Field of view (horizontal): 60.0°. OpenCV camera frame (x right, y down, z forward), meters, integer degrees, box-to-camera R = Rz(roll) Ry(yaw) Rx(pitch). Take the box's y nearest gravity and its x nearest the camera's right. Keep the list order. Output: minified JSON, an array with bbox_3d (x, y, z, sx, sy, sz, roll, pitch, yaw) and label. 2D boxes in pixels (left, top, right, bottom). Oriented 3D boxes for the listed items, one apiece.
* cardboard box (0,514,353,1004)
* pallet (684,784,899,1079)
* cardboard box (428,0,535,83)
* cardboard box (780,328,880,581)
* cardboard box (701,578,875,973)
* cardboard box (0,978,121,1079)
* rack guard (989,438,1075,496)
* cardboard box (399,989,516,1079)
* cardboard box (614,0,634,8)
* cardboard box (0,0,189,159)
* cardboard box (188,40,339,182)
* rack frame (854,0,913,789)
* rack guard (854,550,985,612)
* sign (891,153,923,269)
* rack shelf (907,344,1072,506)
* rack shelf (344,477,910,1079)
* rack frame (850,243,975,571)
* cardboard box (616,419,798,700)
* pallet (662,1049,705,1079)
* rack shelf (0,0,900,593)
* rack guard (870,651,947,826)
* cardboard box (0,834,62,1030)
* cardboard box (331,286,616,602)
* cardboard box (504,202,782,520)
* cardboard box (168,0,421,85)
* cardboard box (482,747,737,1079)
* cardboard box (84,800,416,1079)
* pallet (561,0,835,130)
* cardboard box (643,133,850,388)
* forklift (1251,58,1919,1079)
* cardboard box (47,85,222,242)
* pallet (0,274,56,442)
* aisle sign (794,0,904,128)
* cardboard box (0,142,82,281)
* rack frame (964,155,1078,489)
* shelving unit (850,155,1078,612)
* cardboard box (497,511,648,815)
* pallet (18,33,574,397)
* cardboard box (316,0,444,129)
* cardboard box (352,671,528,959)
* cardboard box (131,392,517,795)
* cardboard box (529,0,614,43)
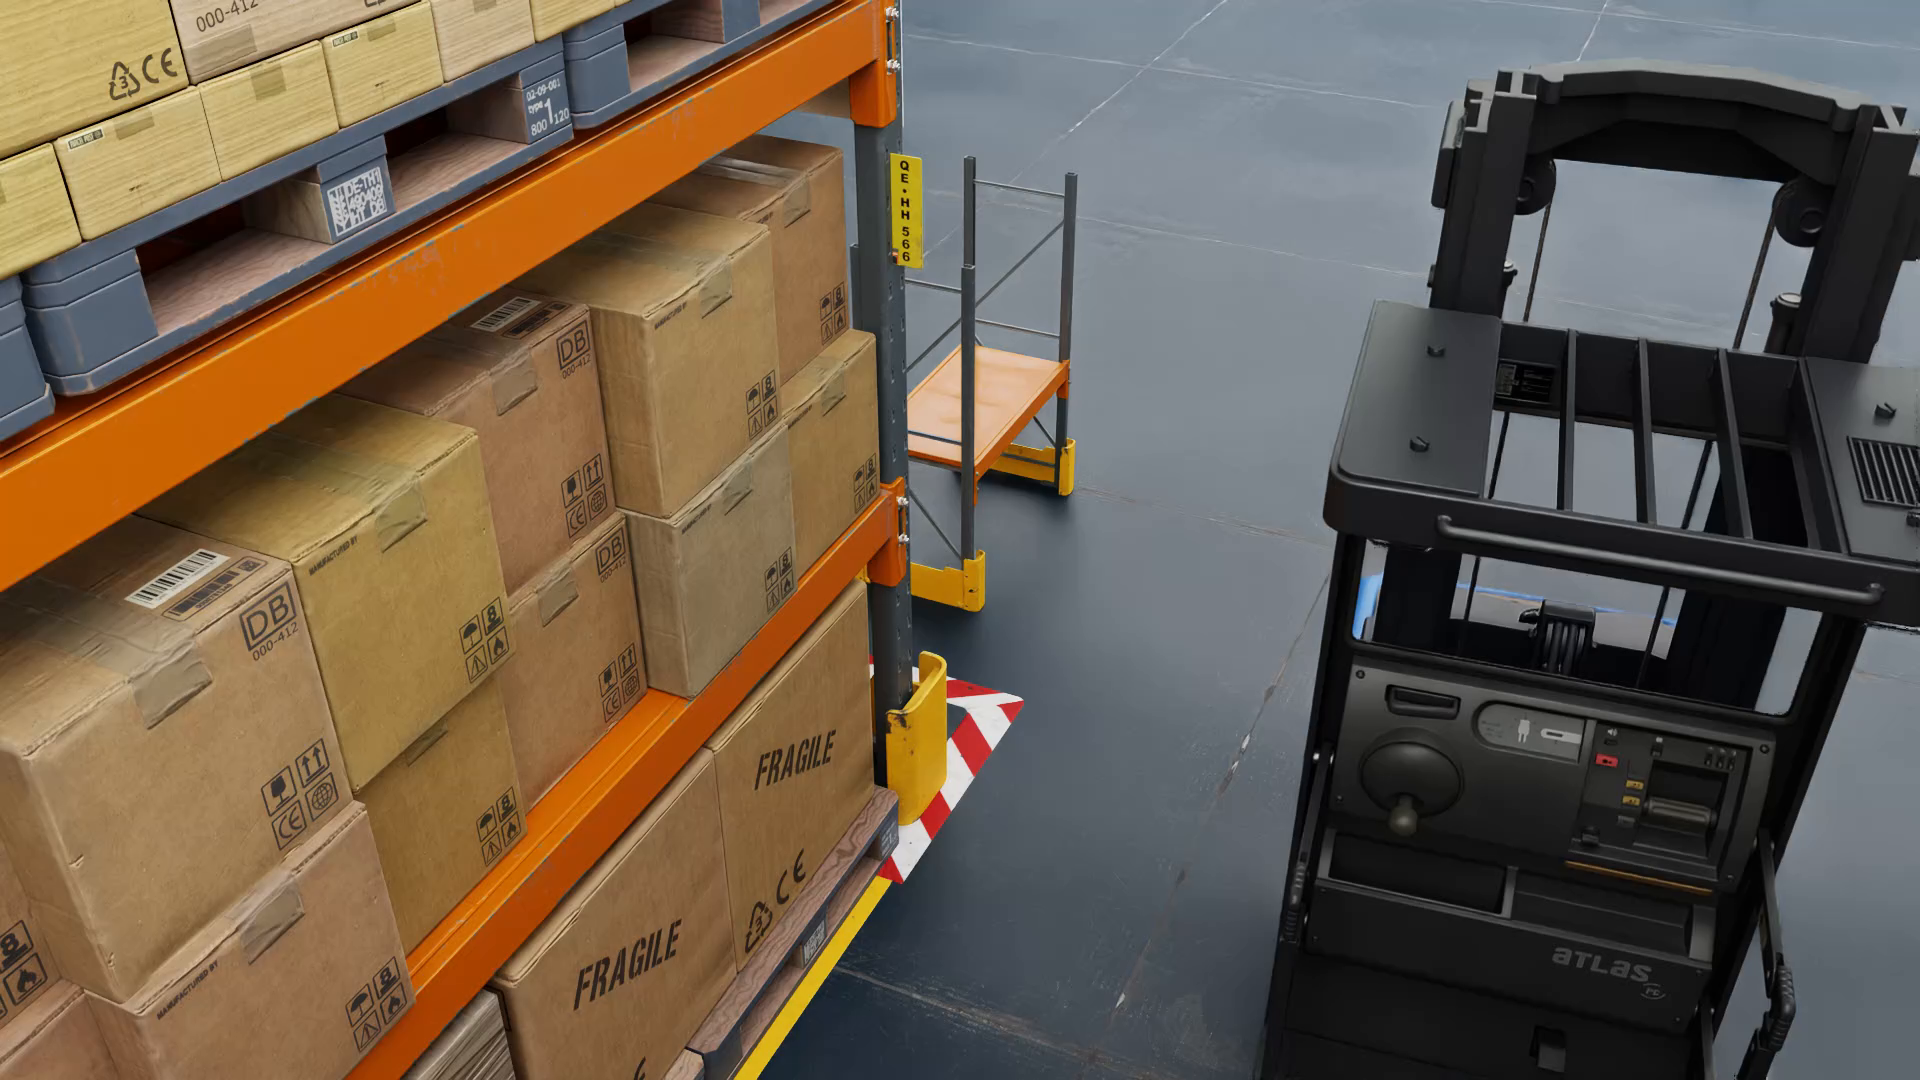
[{"bbox_3d":[-1.651,0.301,2.934,0.875,0.550,0.550,14,36,20],"label":"cardboard box"},{"bbox_3d":[-0.901,1.120,5.350,1.003,0.211,1.213,14,36,20],"label":"pallet"},{"bbox_3d":[-1.001,-0.954,2.988,0.380,0.149,0.250,14,36,21],"label":"cardboard box"},{"bbox_3d":[-0.752,-0.330,4.881,0.875,0.550,0.550,14,36,20],"label":"cardboard box"},{"bbox_3d":[-0.862,0.603,5.150,0.875,0.875,0.875,14,36,21],"label":"cardboard box"},{"bbox_3d":[-1.958,1.001,2.851,0.875,0.550,0.550,14,36,20],"label":"cardboard box"},{"bbox_3d":[0.240,-0.391,7.618,0.587,0.250,0.087,14,36,20],"label":"rack guard"},{"bbox_3d":[-1.611,1.495,3.789,0.875,0.875,0.875,14,36,21],"label":"cardboard box"},{"bbox_3d":[-0.789,-1.207,3.375,0.380,0.149,0.250,15,36,21],"label":"cardboard box"},{"bbox_3d":[-1.432,-0.686,2.217,0.500,0.250,0.500,14,36,20],"label":"cardboard box"},{"bbox_3d":[-1.214,-0.698,2.599,0.380,0.149,0.250,15,36,21],"label":"cardboard box"},{"bbox_3d":[-0.638,-0.463,5.220,1.000,3.000,0.127,14,36,20],"label":"rack frame"},{"bbox_3d":[-0.176,0.106,6.861,0.587,0.250,0.087,14,36,20],"label":"rack guard"},{"bbox_3d":[-0.151,-0.915,4.637,0.100,0.325,0.005,14,36,20],"label":"sign"},{"bbox_3d":[0.036,-0.519,7.002,0.538,0.185,1.000,14,36,20],"label":"rack shelf"},{"bbox_3d":[-1.475,0.834,3.898,1.077,0.370,4.000,14,36,20],"label":"rack shelf"},{"bbox_3d":[-0.177,-0.416,6.517,0.500,1.500,0.032,14,36,20],"label":"rack frame"},{"bbox_3d":[-0.962,-0.051,4.456,0.875,0.550,0.550,14,36,20],"label":"cardboard box"},{"bbox_3d":[-1.413,1.725,4.427,1.003,0.211,1.213,14,36,20],"label":"pallet"},{"bbox_3d":[-1.475,-0.420,3.076,1.077,0.370,4.000,14,36,20],"label":"rack shelf"},{"bbox_3d":[-0.628,0.571,5.924,1.175,0.500,0.348,14,36,20],"label":"rack guard"},{"bbox_3d":[-2.001,0.539,2.571,0.875,0.550,0.550,14,36,20],"label":"cardboard box"},{"bbox_3d":[-1.332,-0.258,3.787,0.875,0.550,0.550,14,36,20],"label":"cardboard box"},{"bbox_3d":[-0.975,-0.506,4.165,0.875,0.550,0.550,14,36,20],"label":"cardboard box"},{"bbox_3d":[-1.221,-0.939,2.602,0.500,0.250,0.500,15,36,21],"label":"cardboard box"},{"bbox_3d":[-1.228,1.042,4.481,0.875,0.875,0.875,14,36,20],"label":"cardboard box"},{"bbox_3d":[-1.626,0.759,3.220,0.875,0.550,0.550,14,36,20],"label":"cardboard box"},{"bbox_3d":[-0.939,-1.308,3.855,1.003,0.211,1.213,14,36,20],"label":"pallet"},{"bbox_3d":[-0.828,-0.801,4.615,0.875,0.550,0.550,14,36,20],"label":"cardboard box"},{"bbox_3d":[1.290,0.601,3.661,1.130,2.935,3.031,10,35,15],"label":"forklift"},{"bbox_3d":[-1.319,-0.575,2.411,0.380,0.149,0.250,14,36,21],"label":"cardboard box"},{"bbox_3d":[-1.960,-0.093,2.002,1.003,0.211,1.213,14,36,20],"label":"pallet"},{"bbox_3d":[-0.336,-1.516,4.456,0.394,0.787,0.004,14,36,20],"label":"aisle sign"},{"bbox_3d":[-1.426,-0.448,2.217,0.380,0.149,0.250,14,36,20],"label":"cardboard box"},{"bbox_3d":[0.248,-0.923,7.290,0.500,1.500,0.032,14,36,20],"label":"rack frame"},{"bbox_3d":[0.032,-0.665,6.897,0.587,1.500,1.083,14,36,20],"label":"shelving unit"},{"bbox_3d":[-1.311,0.199,4.075,0.875,0.550,0.550,14,36,20],"label":"cardboard box"},{"bbox_3d":[-1.448,-0.698,2.925,1.003,0.211,1.213,14,36,20],"label":"pallet"},{"bbox_3d":[-1.108,-0.827,2.795,0.380,0.149,0.250,15,36,21],"label":"cardboard box"},{"bbox_3d":[-1.495,0.472,3.658,0.875,0.550,0.500,14,36,20],"label":"cardboard box"},{"bbox_3d":[-1.436,0.035,3.339,0.875,0.550,0.500,14,36,20],"label":"cardboard box"},{"bbox_3d":[-0.895,-1.079,3.180,0.380,0.149,0.250,14,36,20],"label":"cardboard box"}]
